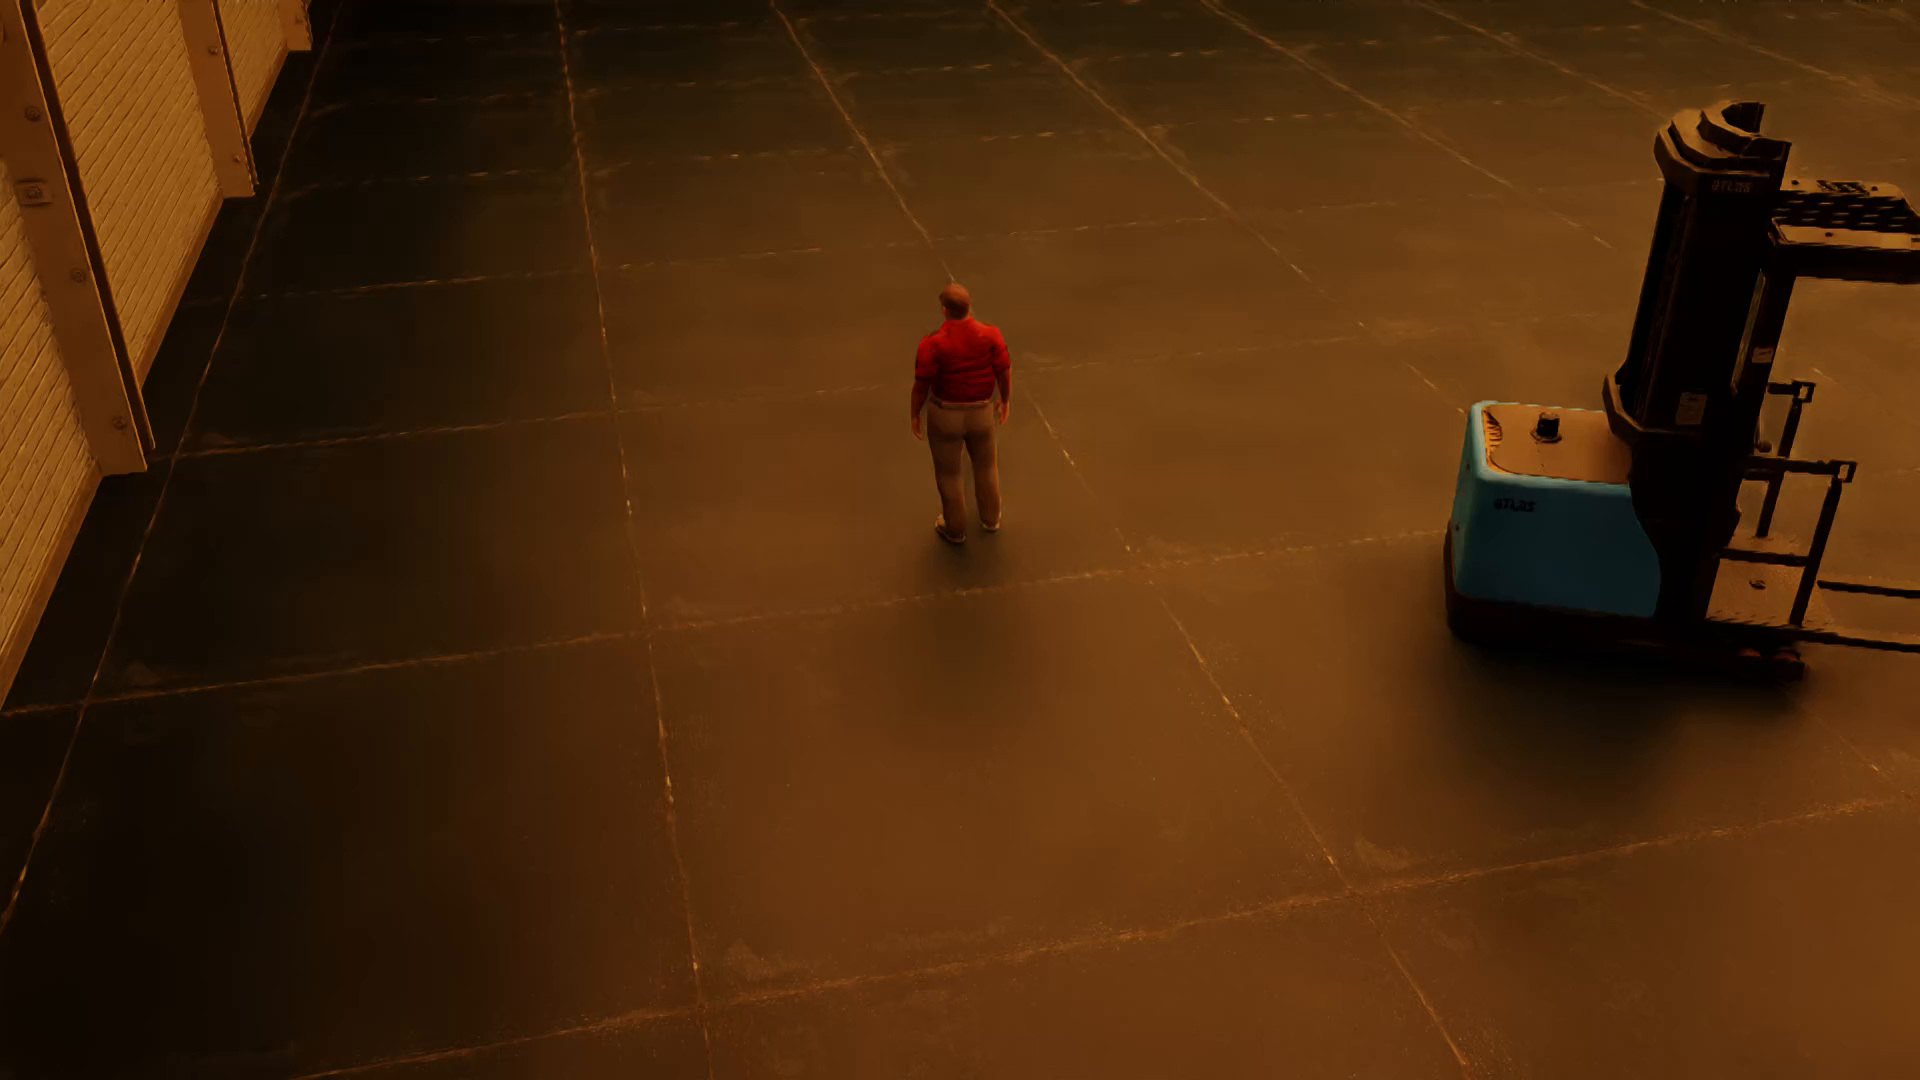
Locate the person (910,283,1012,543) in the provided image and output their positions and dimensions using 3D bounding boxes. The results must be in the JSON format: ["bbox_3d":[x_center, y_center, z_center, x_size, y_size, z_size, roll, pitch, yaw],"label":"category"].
[{"bbox_3d":[-0.009,-0.800,10.141,0.640,1.727,0.550,-7,31,-12],"label":"person"}]

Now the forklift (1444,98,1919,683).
[{"bbox_3d":[4.367,-0.774,8.911,3.031,2.935,1.130,6,31,11],"label":"forklift"}]
